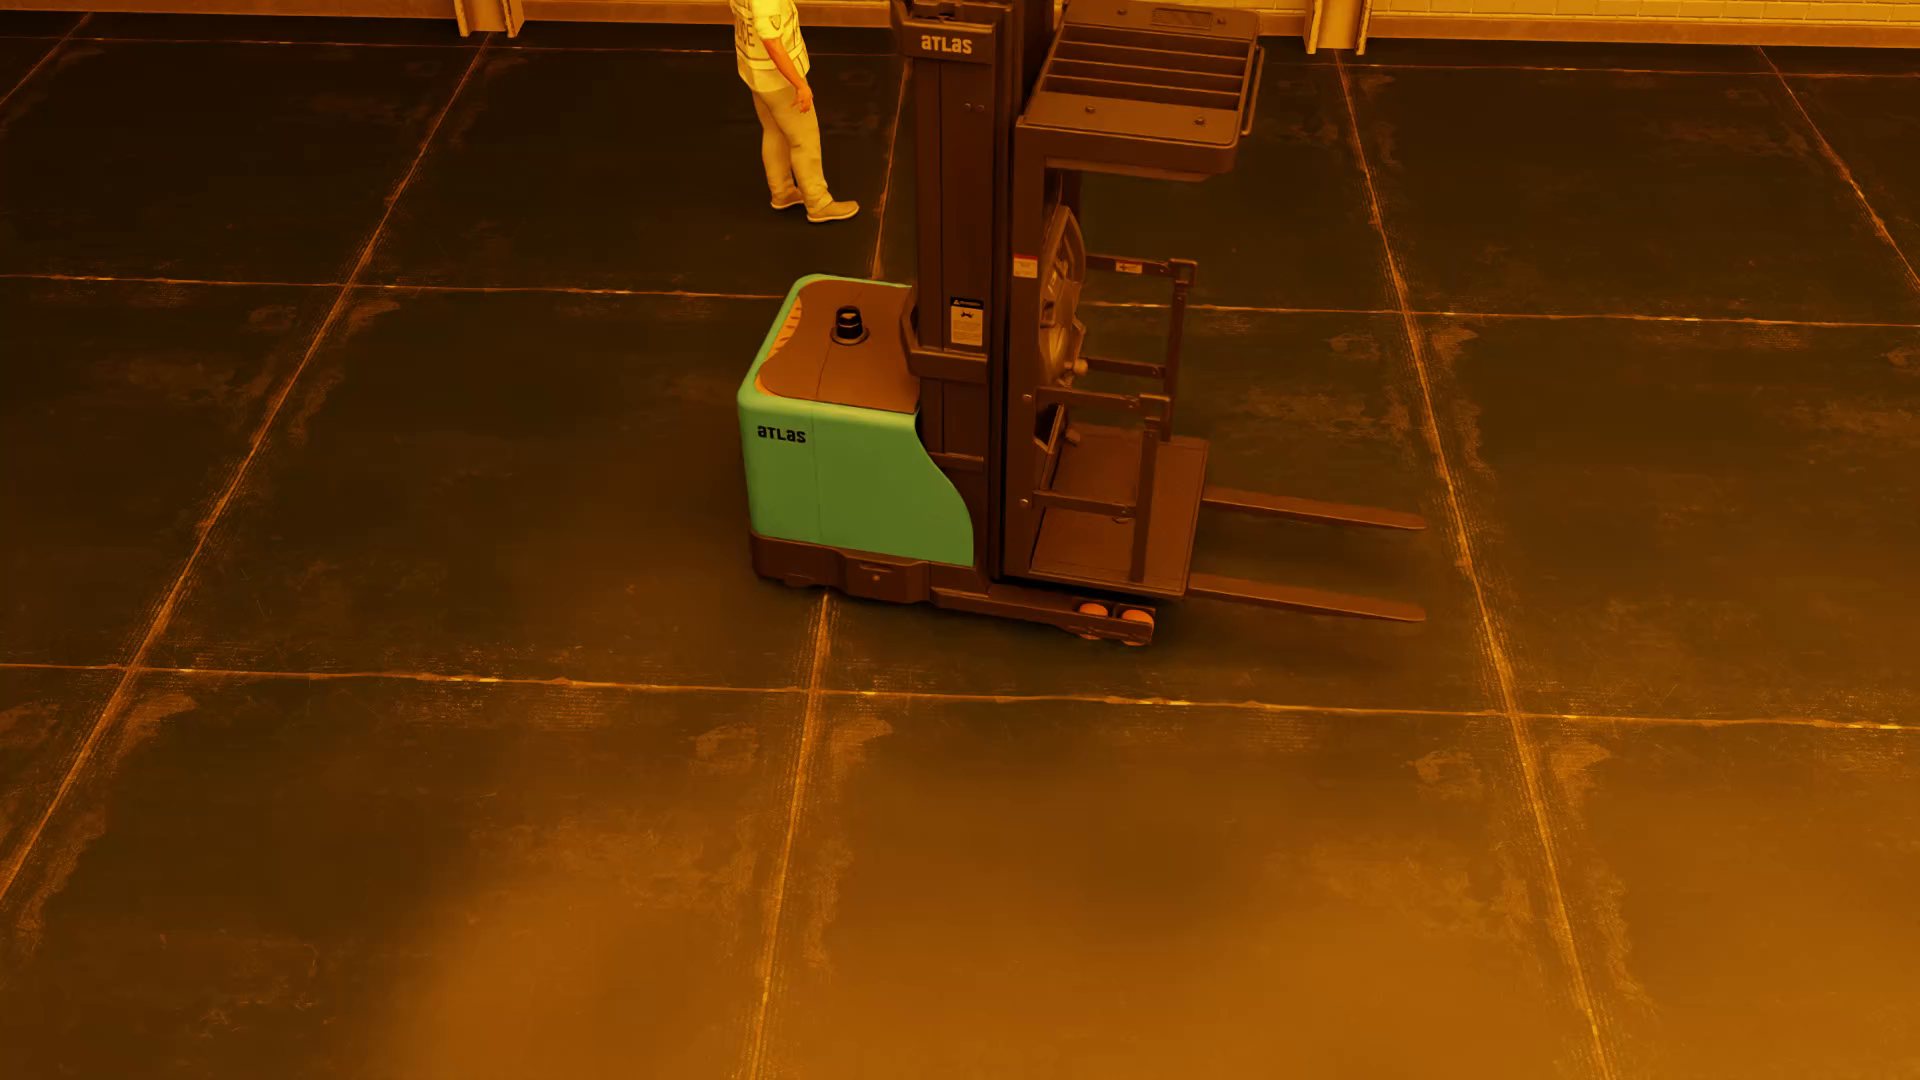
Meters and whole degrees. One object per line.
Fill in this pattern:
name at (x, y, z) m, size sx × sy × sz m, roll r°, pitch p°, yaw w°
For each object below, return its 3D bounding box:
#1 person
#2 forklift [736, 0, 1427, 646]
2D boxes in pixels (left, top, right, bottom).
person at (2239.482, -33682.831, 36903.391) m, size 52058.731 × 2.666 × 85394.158 m, roll -20°, pitch 46°, yaw -21°
forklift at (0.608, -1.005, 6.843) m, size 3.031 × 2.935 × 1.130 m, roll 8°, pitch 43°, yaw 9°
